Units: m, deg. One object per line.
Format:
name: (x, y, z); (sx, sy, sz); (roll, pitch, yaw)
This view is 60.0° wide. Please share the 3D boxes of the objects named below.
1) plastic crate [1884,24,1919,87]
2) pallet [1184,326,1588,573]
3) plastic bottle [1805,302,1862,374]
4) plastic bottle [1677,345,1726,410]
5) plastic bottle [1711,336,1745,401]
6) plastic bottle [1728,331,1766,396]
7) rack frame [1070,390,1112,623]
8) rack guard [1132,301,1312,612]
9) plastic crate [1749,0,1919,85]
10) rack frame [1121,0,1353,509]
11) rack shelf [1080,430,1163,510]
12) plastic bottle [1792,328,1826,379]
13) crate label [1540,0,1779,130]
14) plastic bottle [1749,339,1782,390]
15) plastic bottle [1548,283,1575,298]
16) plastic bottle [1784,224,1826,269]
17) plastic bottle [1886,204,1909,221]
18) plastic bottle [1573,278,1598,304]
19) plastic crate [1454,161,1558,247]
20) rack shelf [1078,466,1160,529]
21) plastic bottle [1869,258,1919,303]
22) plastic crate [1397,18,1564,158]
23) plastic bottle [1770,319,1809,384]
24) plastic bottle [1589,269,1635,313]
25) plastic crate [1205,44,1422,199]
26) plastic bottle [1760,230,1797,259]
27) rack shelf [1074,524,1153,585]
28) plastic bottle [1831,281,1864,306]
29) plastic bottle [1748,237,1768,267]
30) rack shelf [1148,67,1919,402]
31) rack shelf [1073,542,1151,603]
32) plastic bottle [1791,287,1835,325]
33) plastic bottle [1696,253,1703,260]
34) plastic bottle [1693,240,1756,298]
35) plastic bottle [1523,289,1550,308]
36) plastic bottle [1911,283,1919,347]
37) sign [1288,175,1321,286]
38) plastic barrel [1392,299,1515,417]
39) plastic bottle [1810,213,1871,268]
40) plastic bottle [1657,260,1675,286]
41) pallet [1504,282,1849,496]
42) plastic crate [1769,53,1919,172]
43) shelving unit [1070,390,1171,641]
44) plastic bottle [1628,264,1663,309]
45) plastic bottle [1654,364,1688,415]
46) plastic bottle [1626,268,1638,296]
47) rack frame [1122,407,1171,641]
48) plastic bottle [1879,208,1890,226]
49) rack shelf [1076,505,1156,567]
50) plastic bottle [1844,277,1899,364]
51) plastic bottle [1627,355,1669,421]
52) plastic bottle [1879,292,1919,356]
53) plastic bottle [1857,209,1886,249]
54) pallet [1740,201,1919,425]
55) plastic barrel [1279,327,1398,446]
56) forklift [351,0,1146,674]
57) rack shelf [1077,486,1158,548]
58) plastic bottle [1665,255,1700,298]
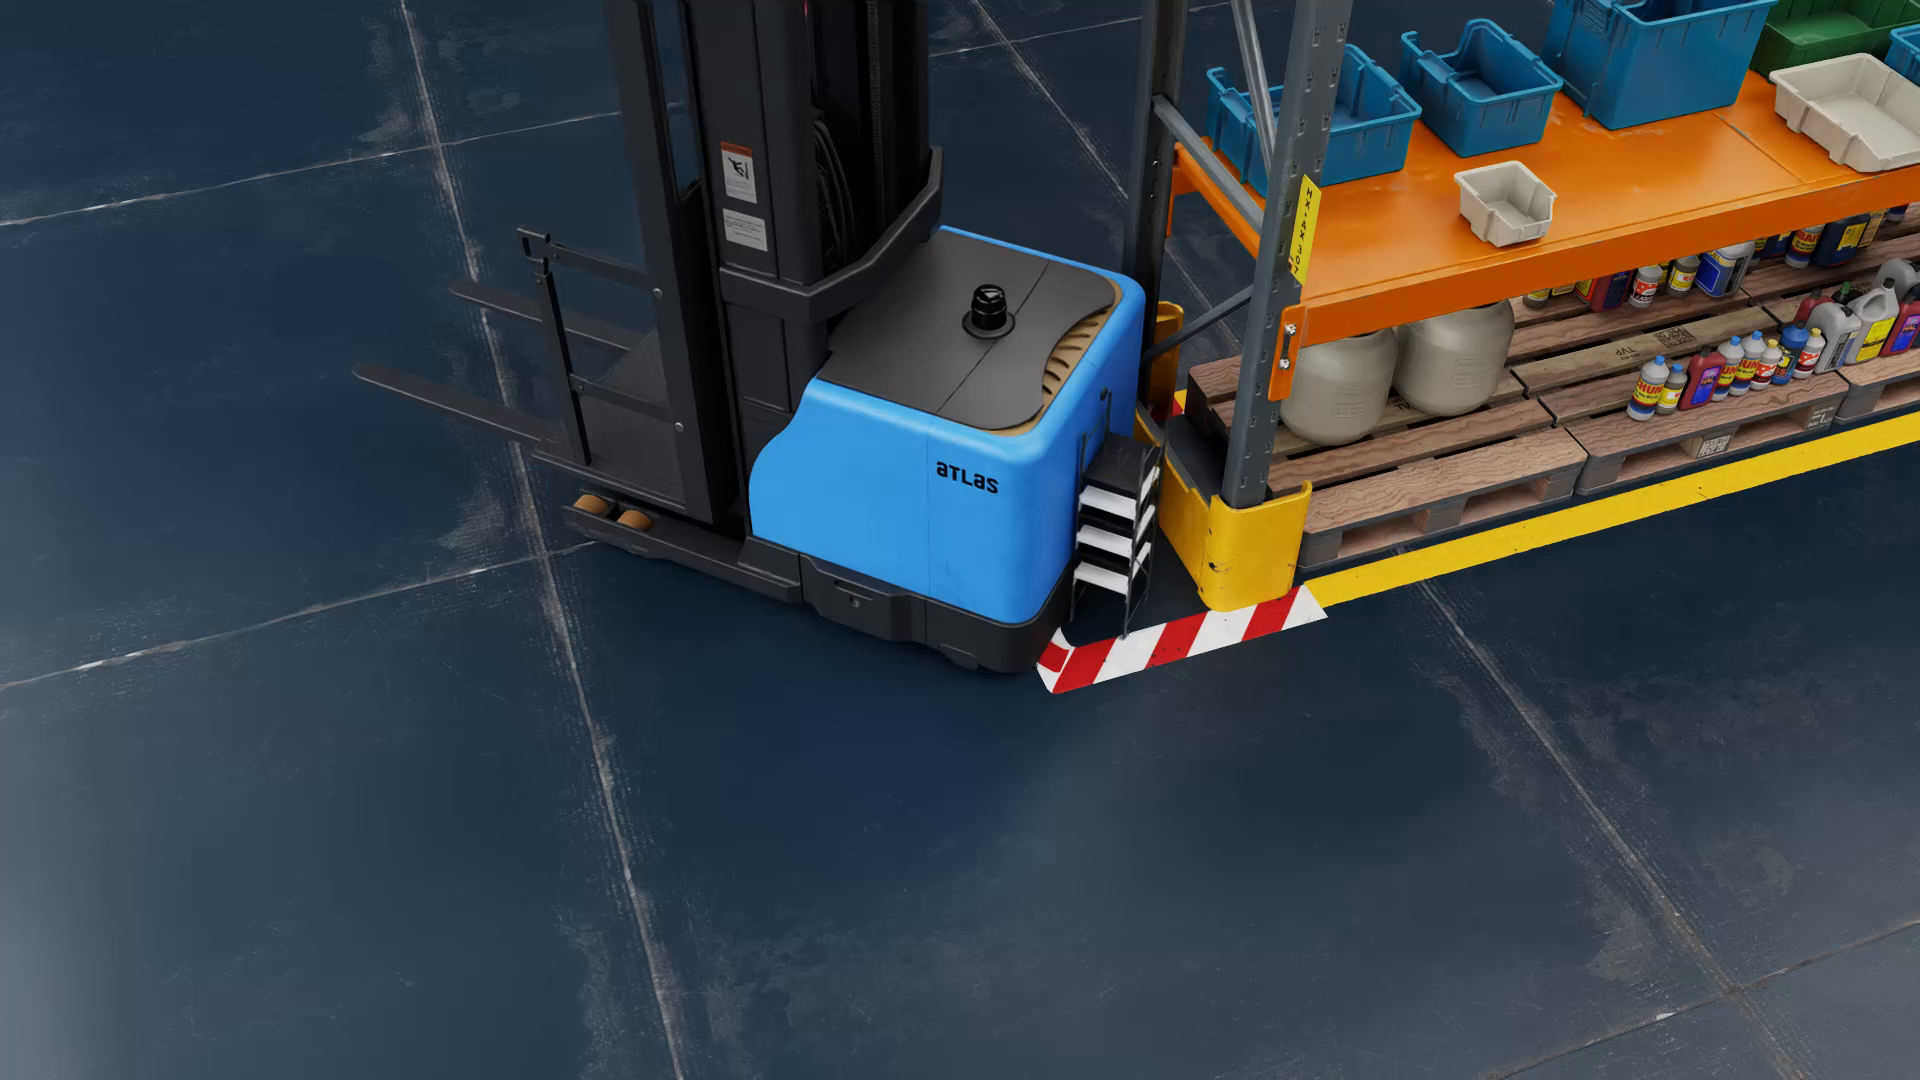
plastic crate: (3.630, -1.629, 5.861); (0.616, 0.251, 0.499); (-14, 47, -14)
pallet: (1.638, -0.424, 6.523); (1.213, 0.211, 1.003); (-14, 47, -14)
plastic bottle: (3.433, -0.815, 6.557); (0.135, 0.276, 0.152); (-14, 47, -13)
plastic bottle: (2.847, -0.634, 6.371); (0.133, 0.283, 0.061); (-14, 47, -13)
plastic bottle: (2.950, -0.670, 6.416); (0.097, 0.271, 0.097); (0, 45, 0)
plastic bottle: (3.044, -0.694, 6.440); (0.097, 0.271, 0.097); (0, 45, 0)
rack frame: (0.447, -0.099, 5.713); (0.006, 0.900, 0.240); (19, 48, 18)
rack guard: (0.872, -0.334, 6.230); (0.348, 0.500, 1.175); (-14, 47, -14)
plastic crate: (3.206, -1.916, 6.191); (0.662, 0.188, 0.450); (-14, 47, -14)
rack frame: (0.817, -1.167, 5.295); (0.127, 3.000, 1.000); (-14, 47, -14)
rack shelf: (0.539, -0.235, 5.514); (0.200, 0.077, 0.258); (19, 48, 18)
plastic bottle: (3.331, -0.743, 6.537); (0.097, 0.201, 0.097); (0, 45, 0)
crate label: (2.456, -1.802, 5.903); (0.616, 0.435, 0.502); (-14, 47, -14)
plastic bottle: (3.138, -0.693, 6.488); (0.097, 0.201, 0.097); (0, 45, 0)
plastic bottle: (2.499, -1.137, 6.873); (0.133, 0.283, 0.061); (-13, 47, -13)
plastic bottle: (3.584, -1.288, 7.032); (0.097, 0.271, 0.097); (0, 45, 0)
plastic bottle: (4.131, -1.536, 7.279); (0.097, 0.271, 0.097); (0, 45, 0)
plastic bottle: (2.642, -1.137, 6.878); (0.135, 0.276, 0.152); (-14, 47, -14)
plastic crate: (1.768, -1.075, 5.389); (0.250, 0.136, 0.298); (-14, 47, -14)
rack shelf: (0.539, -0.171, 5.578); (0.200, 0.077, 0.258); (19, 48, 18)
plastic bottle: (3.817, -1.022, 6.763); (0.135, 0.276, 0.152); (-14, 47, -14)
plastic crate: (1.799, -1.586, 5.818); (0.408, 0.251, 0.499); (-14, 47, -14)
plastic bottle: (3.235, -0.743, 6.488); (0.097, 0.271, 0.097); (0, 45, 0)
plastic bottle: (2.678, -1.069, 6.804); (0.133, 0.283, 0.061); (-14, 47, -14)
plastic crate: (1.186, -1.434, 5.667); (0.616, 0.251, 0.499); (-14, 47, -14)
plastic bottle: (3.501, -1.386, 7.073); (0.185, 0.351, 0.144); (-16, 47, -16)
rack shelf: (0.539, 0.019, 5.769); (0.200, 0.077, 0.258); (19, 48, 18)
plastic bottle: (3.528, -0.917, 6.653); (0.133, 0.283, 0.061); (-14, 47, -14)
plastic bottle: (3.376, -1.298, 7.041); (0.097, 0.271, 0.097); (0, 45, 0)
rack shelf: (2.698, -1.394, 6.029); (4.000, 0.370, 1.077); (-14, 47, -14)
rack shelf: (0.539, 0.083, 5.833); (0.200, 0.077, 0.258); (19, 48, 18)
plastic bottle: (3.396, -0.889, 6.625); (0.133, 0.283, 0.061); (-14, 47, -14)
plastic bottle: (3.102, -1.284, 6.971); (0.185, 0.351, 0.144); (-15, 47, -14)
plastic bottle: (3.176, -1.165, 6.905); (0.135, 0.276, 0.152); (-14, 47, -14)
plastic bottle: (2.395, -1.068, 6.862); (0.097, 0.201, 0.097); (0, 45, 0)
plastic bottle: (3.891, -0.956, 6.645); (0.185, 0.351, 0.144); (-17, 47, -16)
sign: (0.999, -0.897, 4.831); (0.005, 0.325, 0.100); (-14, 47, -14)
plastic barrel: (1.881, -0.767, 6.356); (0.421, 0.512, 0.421); (0, 45, 0)
plastic bottle: (3.728, -1.335, 7.023); (0.185, 0.351, 0.144); (-14, 47, -14)
plastic bottle: (2.927, -1.239, 6.927); (0.185, 0.351, 0.144); (-13, 46, -12)
pallet: (2.784, -0.715, 6.813); (1.213, 0.211, 1.003); (-14, 47, -14)
plastic crate: (3.138, -1.477, 5.790); (0.437, 0.136, 0.530); (-14, 47, -14)
shelving unit: (0.539, -0.068, 5.682); (0.210, 0.900, 0.258); (19, 48, 18)
plastic bottle: (2.832, -1.065, 6.859); (0.097, 0.201, 0.097); (0, 45, 0)
plastic bottle: (2.725, -0.588, 6.383); (0.097, 0.201, 0.097); (0, 45, 0)
plastic bottle: (2.772, -1.170, 6.911); (0.135, 0.276, 0.152); (-16, 47, -15)
rack frame: (0.631, -0.036, 5.651); (0.006, 0.900, 0.240); (19, 48, 18)
plastic bottle: (4.035, -1.487, 7.280); (0.097, 0.201, 0.097); (0, 45, 0)
rack shelf: (0.539, -0.044, 5.706); (0.200, 0.077, 0.258); (19, 48, 18)
plastic bottle: (3.587, -0.878, 6.567); (0.185, 0.351, 0.144); (-15, 47, -14)
plastic bottle: (2.628, -0.587, 6.333); (0.097, 0.271, 0.097); (0, 45, 0)
plastic bottle: (3.752, -0.865, 6.602); (0.133, 0.283, 0.061); (-11, 46, -11)
plastic bottle: (3.872, -1.374, 7.109); (0.133, 0.283, 0.061); (-14, 47, -14)
pallet: (3.933, -1.011, 7.108); (1.213, 0.211, 1.003); (-14, 47, -14)
plastic barrel: (1.410, -0.646, 6.236); (0.421, 0.512, 0.421); (0, 45, 0)
forklift: (-0.913, -1.299, 5.475); (3.031, 2.935, 1.130); (19, 48, 18)
rack shelf: (0.539, -0.108, 5.642); (0.200, 0.077, 0.258); (19, 48, 18)
plastic bottle: (3.009, -1.116, 6.910); (0.097, 0.201, 0.097); (0, 45, 0)
